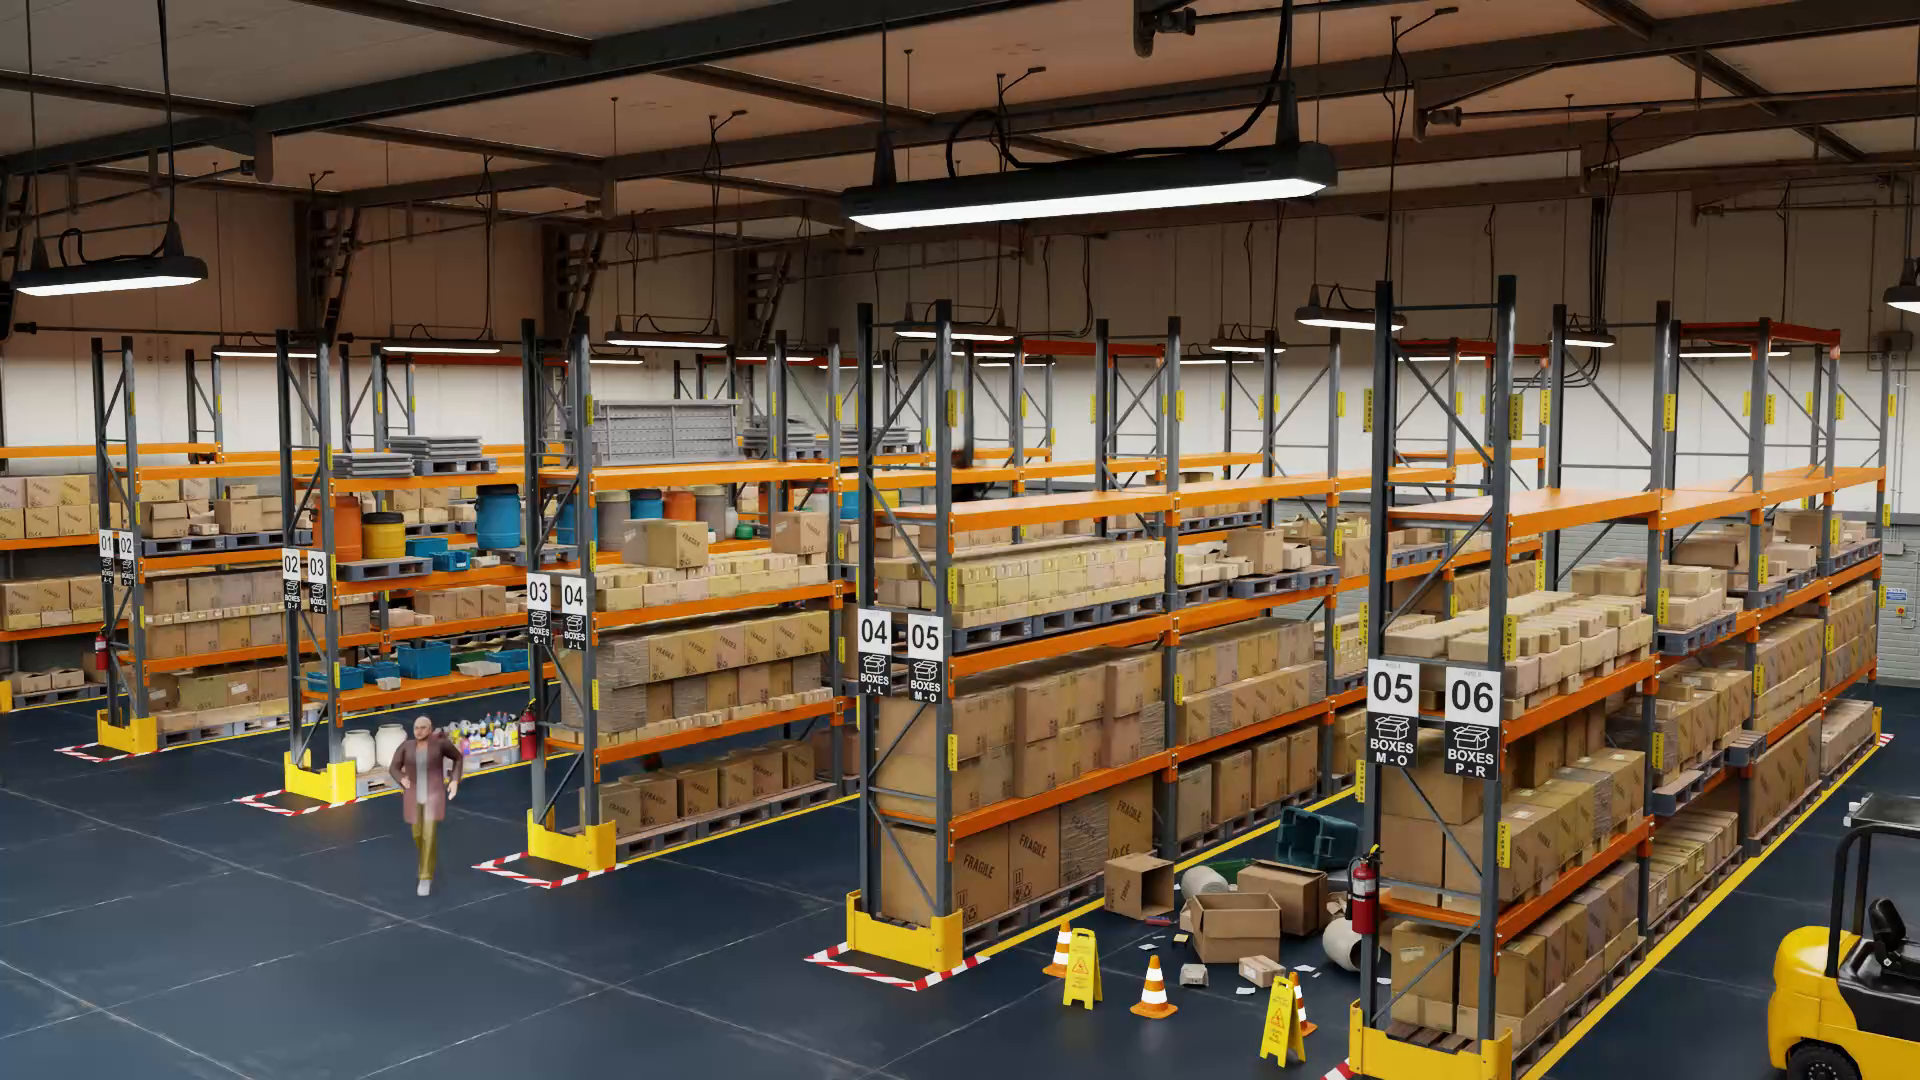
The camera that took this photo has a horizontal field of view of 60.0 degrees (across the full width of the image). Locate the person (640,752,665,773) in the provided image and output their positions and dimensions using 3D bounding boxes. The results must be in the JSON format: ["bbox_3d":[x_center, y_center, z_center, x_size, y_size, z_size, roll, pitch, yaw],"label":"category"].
[{"bbox_3d":[-4.121,2.374,21.848,0.665,1.851,0.773,3,6,32],"label":"person"}]

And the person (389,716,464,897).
[{"bbox_3d":[-5.635,2.752,17.547,0.734,1.797,0.947,0,5,-3],"label":"person"}]
